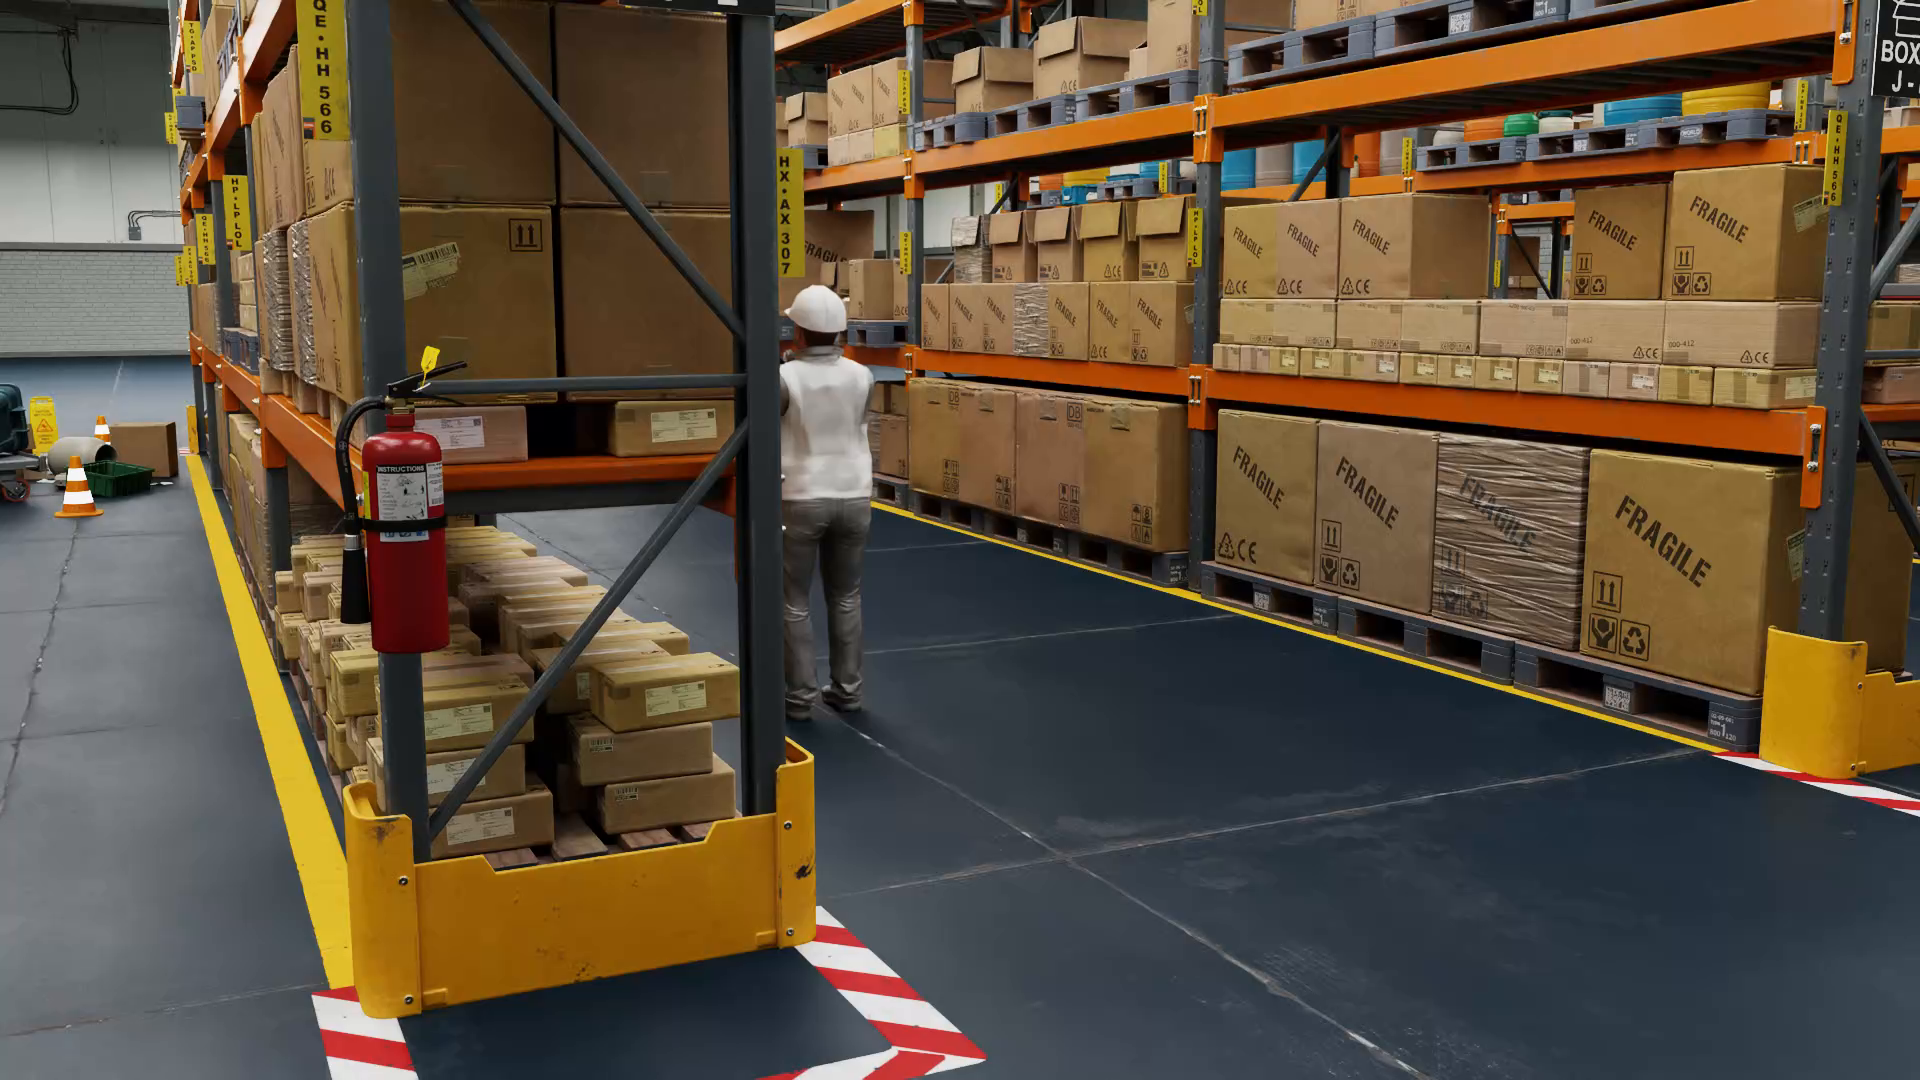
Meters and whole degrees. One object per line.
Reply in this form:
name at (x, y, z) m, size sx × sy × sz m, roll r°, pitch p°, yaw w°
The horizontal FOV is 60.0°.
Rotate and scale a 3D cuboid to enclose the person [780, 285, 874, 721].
person at (-0.628, -0.164, 6.886) m, size 0.494 × 1.762 × 0.551 m, roll -4°, pitch 9°, yaw -25°
